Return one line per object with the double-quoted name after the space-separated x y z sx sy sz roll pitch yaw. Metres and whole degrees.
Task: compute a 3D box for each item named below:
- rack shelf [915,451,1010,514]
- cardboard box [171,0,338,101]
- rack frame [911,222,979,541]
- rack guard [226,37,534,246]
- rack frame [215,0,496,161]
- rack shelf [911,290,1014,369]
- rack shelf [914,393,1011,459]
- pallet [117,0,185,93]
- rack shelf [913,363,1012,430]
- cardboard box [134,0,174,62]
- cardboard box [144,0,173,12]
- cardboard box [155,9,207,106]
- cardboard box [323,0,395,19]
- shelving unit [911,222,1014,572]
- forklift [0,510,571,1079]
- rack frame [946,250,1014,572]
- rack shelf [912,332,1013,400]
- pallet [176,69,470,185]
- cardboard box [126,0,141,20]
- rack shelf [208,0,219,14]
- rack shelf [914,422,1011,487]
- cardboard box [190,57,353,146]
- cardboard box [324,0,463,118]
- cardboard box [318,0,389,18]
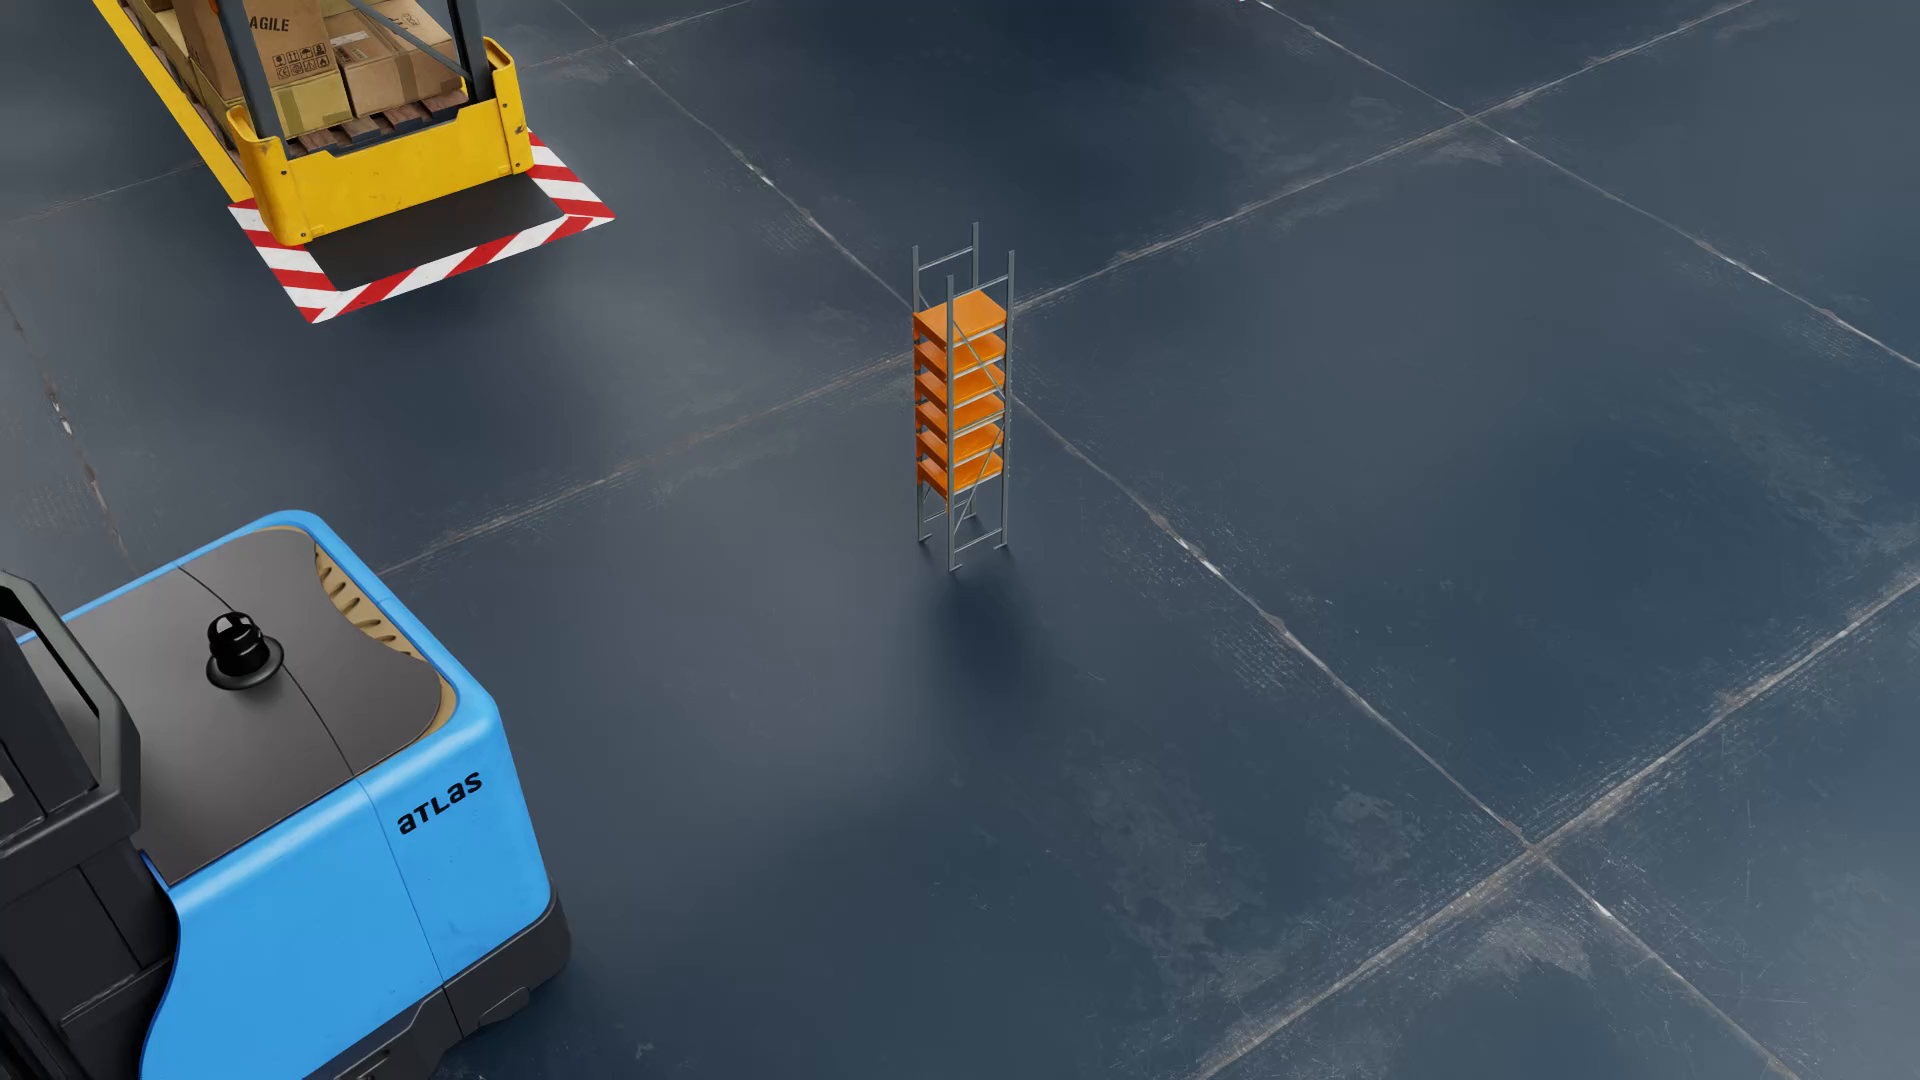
0.008 -0.220 5.524 0.258 0.103 0.180 -26 49 -24 "rack shelf"
-3.046 -2.269 7.099 0.500 0.500 0.500 -26 49 -24 "cardboard box"
-0.044 -0.478 5.381 0.240 1.200 0.006 -26 49 -24 "rack frame"
-2.482 -1.737 7.207 1.175 0.500 0.348 -26 49 -24 "rack guard"
-2.495 -2.655 6.358 1.000 3.000 0.127 -26 49 -24 "rack frame"
0.008 -0.654 5.109 0.258 0.103 0.180 -26 49 -24 "rack shelf"
0.008 -0.394 5.358 0.258 0.103 0.180 -26 49 -24 "rack shelf"
-3.661 -2.753 8.481 1.003 0.211 1.213 -26 49 -24 "pallet"
0.008 -0.480 5.275 0.258 0.103 0.180 -26 49 -24 "rack shelf"
-3.628 -2.560 7.946 0.500 0.250 0.500 -26 49 -24 "cardboard box"
-3.630 -2.830 7.686 0.500 0.500 0.500 -26 49 -24 "cardboard box"
-3.340 -2.277 7.650 0.500 0.250 0.500 -26 49 -24 "cardboard box"
-2.909 -2.485 7.868 0.500 0.250 0.500 -26 49 -24 "cardboard box"
0.008 -0.426 5.327 0.258 1.200 0.189 -26 49 -24 "shelving unit"
-2.472 0.549 3.052 3.031 2.935 1.130 -33 53 -30 "forklift"
0.061 -0.374 5.273 0.240 1.200 0.006 -26 49 -24 "rack frame"
0.008 -0.567 5.192 0.258 0.103 0.180 -26 49 -24 "rack shelf"
-2.967 -2.063 7.758 1.003 0.211 1.213 -26 49 -24 "pallet"
-3.912 -2.844 8.244 0.500 0.250 0.500 -26 49 -24 "cardboard box"
-3.639 -3.527 7.793 1.077 0.370 4.000 -26 49 -24 "rack shelf"
0.008 -0.307 5.441 0.258 0.103 0.180 -26 49 -24 "rack shelf"
-3.044 -1.999 7.359 0.500 0.250 0.500 -26 49 -24 "cardboard box"
-2.620 -2.204 7.573 0.500 0.250 0.500 -26 49 -24 "cardboard box"
-2.907 -2.757 7.610 0.500 0.500 0.500 -26 49 -24 "cardboard box"
